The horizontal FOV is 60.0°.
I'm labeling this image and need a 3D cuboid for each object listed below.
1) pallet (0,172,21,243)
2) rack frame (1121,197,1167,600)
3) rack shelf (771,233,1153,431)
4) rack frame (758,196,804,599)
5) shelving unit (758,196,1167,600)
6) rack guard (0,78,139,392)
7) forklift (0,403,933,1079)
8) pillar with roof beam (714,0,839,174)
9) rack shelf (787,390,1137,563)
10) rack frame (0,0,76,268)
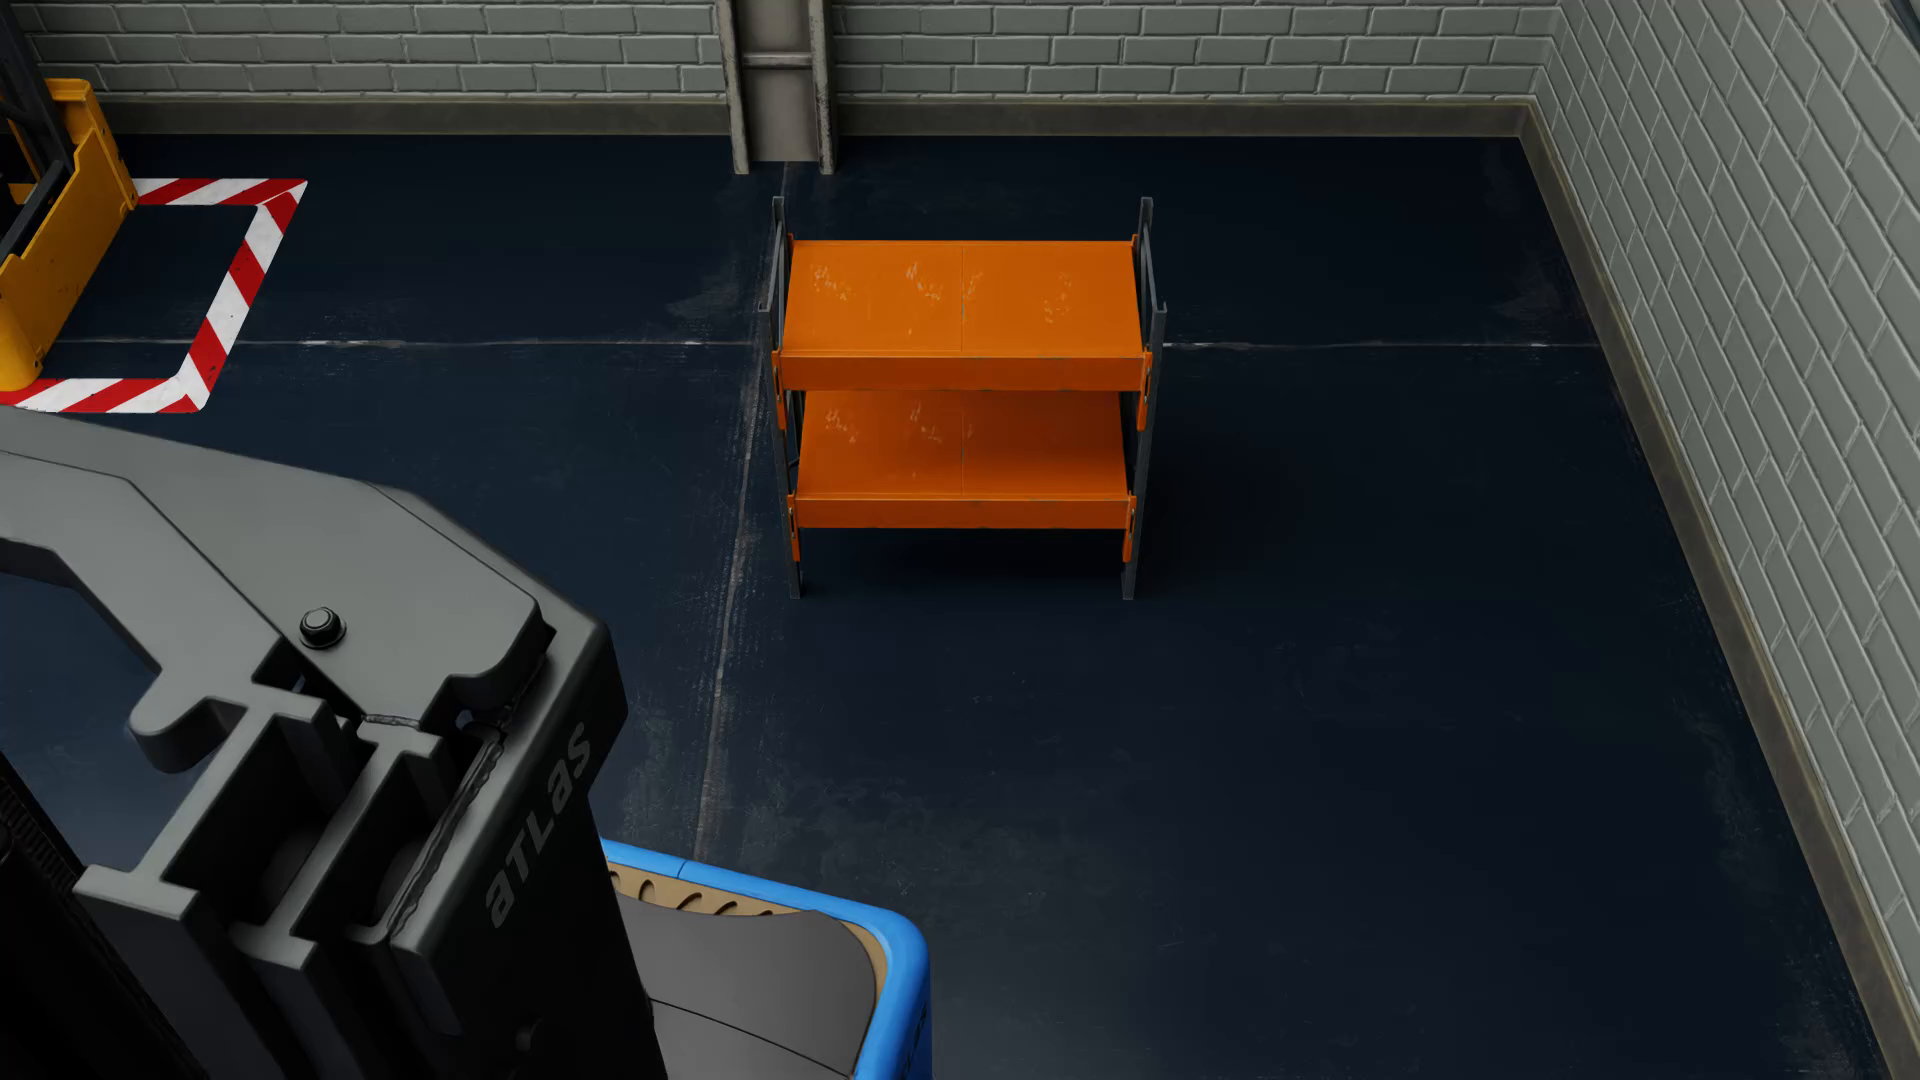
[{"bbox_3d":[-4.198,-0.956,5.996,1.213,0.211,1.003,0,47,0],"label":"pallet"},{"bbox_3d":[0.515,-0.382,4.837,0.032,1.125,0.500,0,47,0],"label":"rack frame"},{"bbox_3d":[0.007,-0.583,4.624,1.000,0.278,0.538,0,47,0],"label":"rack shelf"},{"bbox_3d":[-0.502,-0.385,4.840,0.032,1.125,0.500,0,47,0],"label":"rack frame"},{"bbox_3d":[0.007,-0.383,4.838,1.048,1.125,0.538,0,47,0],"label":"shelving unit"},{"bbox_3d":[-3.374,-1.110,5.941,0.348,0.500,1.175,0,47,0],"label":"rack guard"},{"bbox_3d":[-0.931,1.393,1.951,1.130,2.935,3.031,12,48,11],"label":"forklift"},{"bbox_3d":[-0.711,-1.480,0.480,0.400,9.000,9.100,0,47,0],"label":"pillar with roof beam"},{"bbox_3d":[0.007,-0.217,5.017,1.000,0.278,0.538,0,47,0],"label":"rack shelf"},{"bbox_3d":[-3.398,-1.962,5.027,0.127,3.000,1.000,0,47,0],"label":"rack frame"}]
